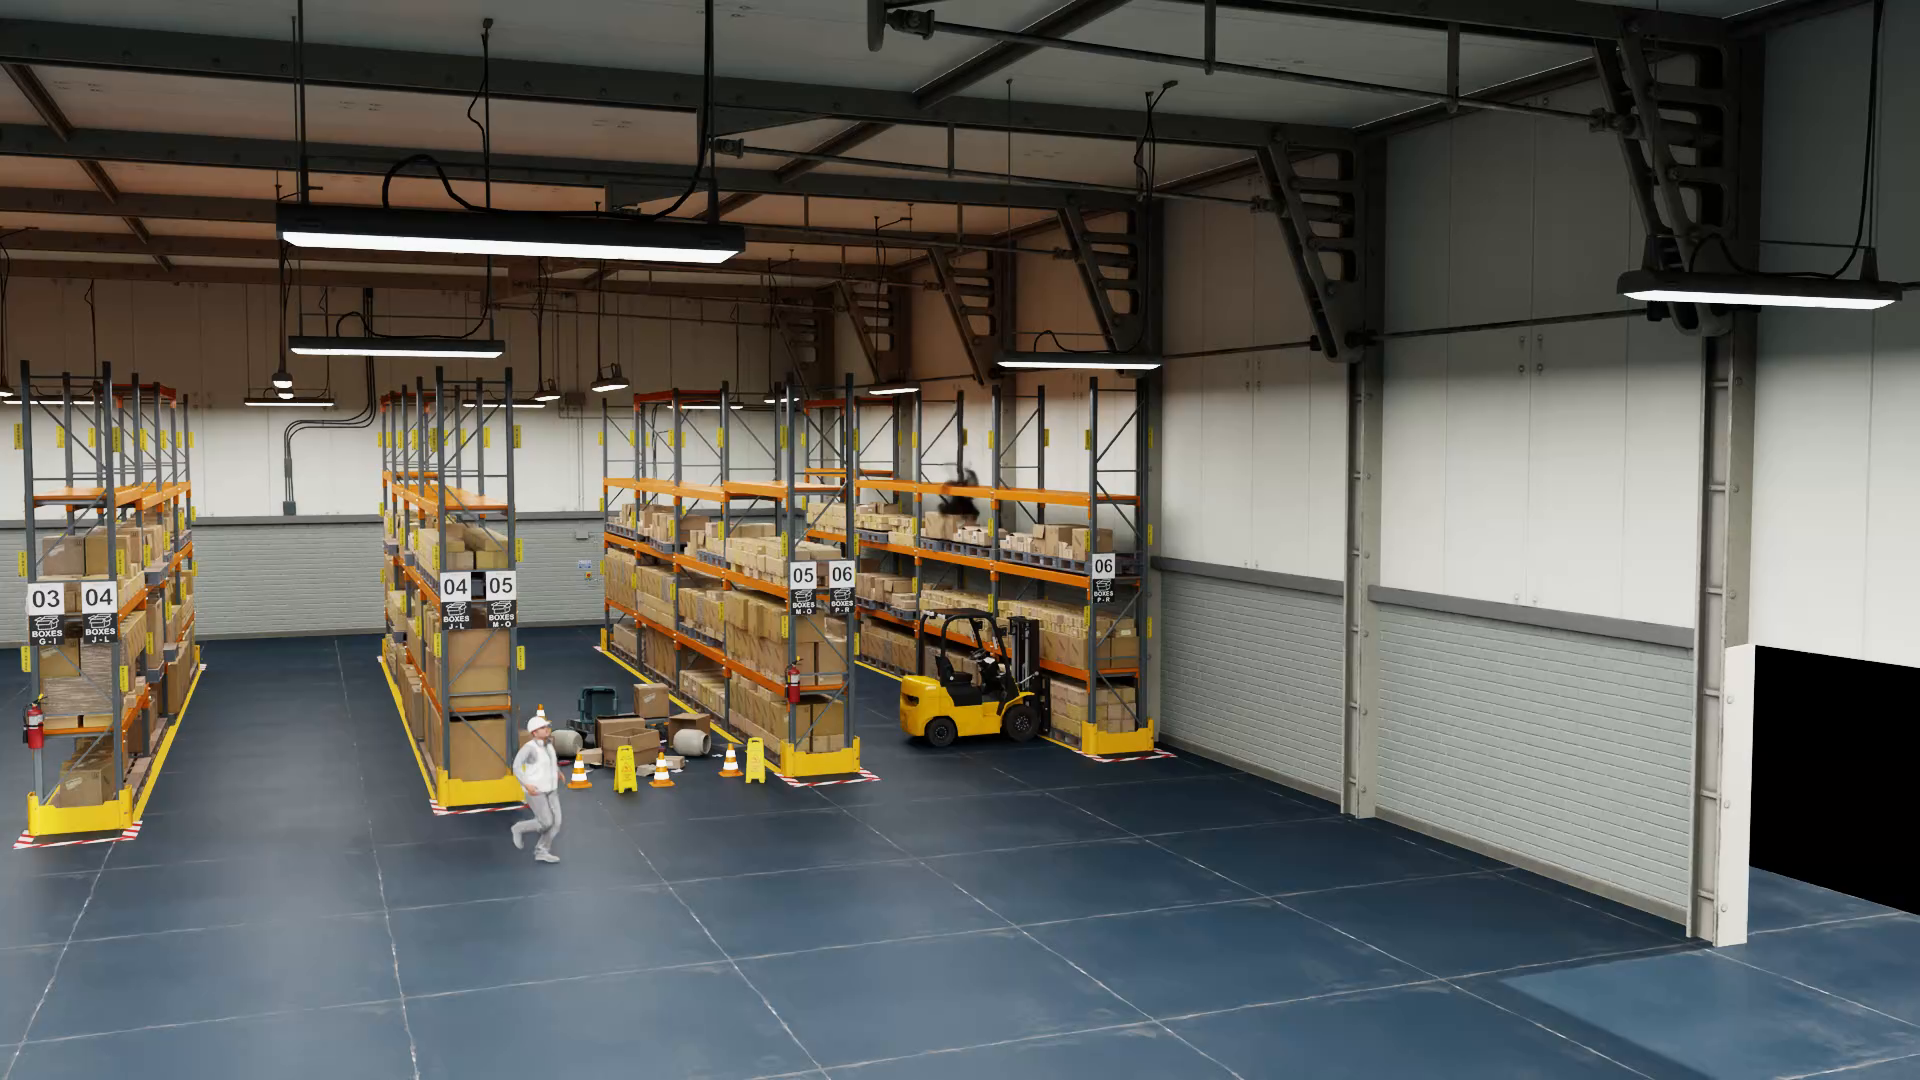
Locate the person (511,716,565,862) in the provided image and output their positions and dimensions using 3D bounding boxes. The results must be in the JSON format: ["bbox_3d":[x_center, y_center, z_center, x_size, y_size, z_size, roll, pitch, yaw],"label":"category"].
[{"bbox_3d":[-5.013,2.960,19.760,0.581,1.736,0.696,2,4,24],"label":"person"}]

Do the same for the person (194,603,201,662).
[{"bbox_3d":[-17.588,1.899,37.544,0.968,1.717,0.697,0,3,3],"label":"person"}]
